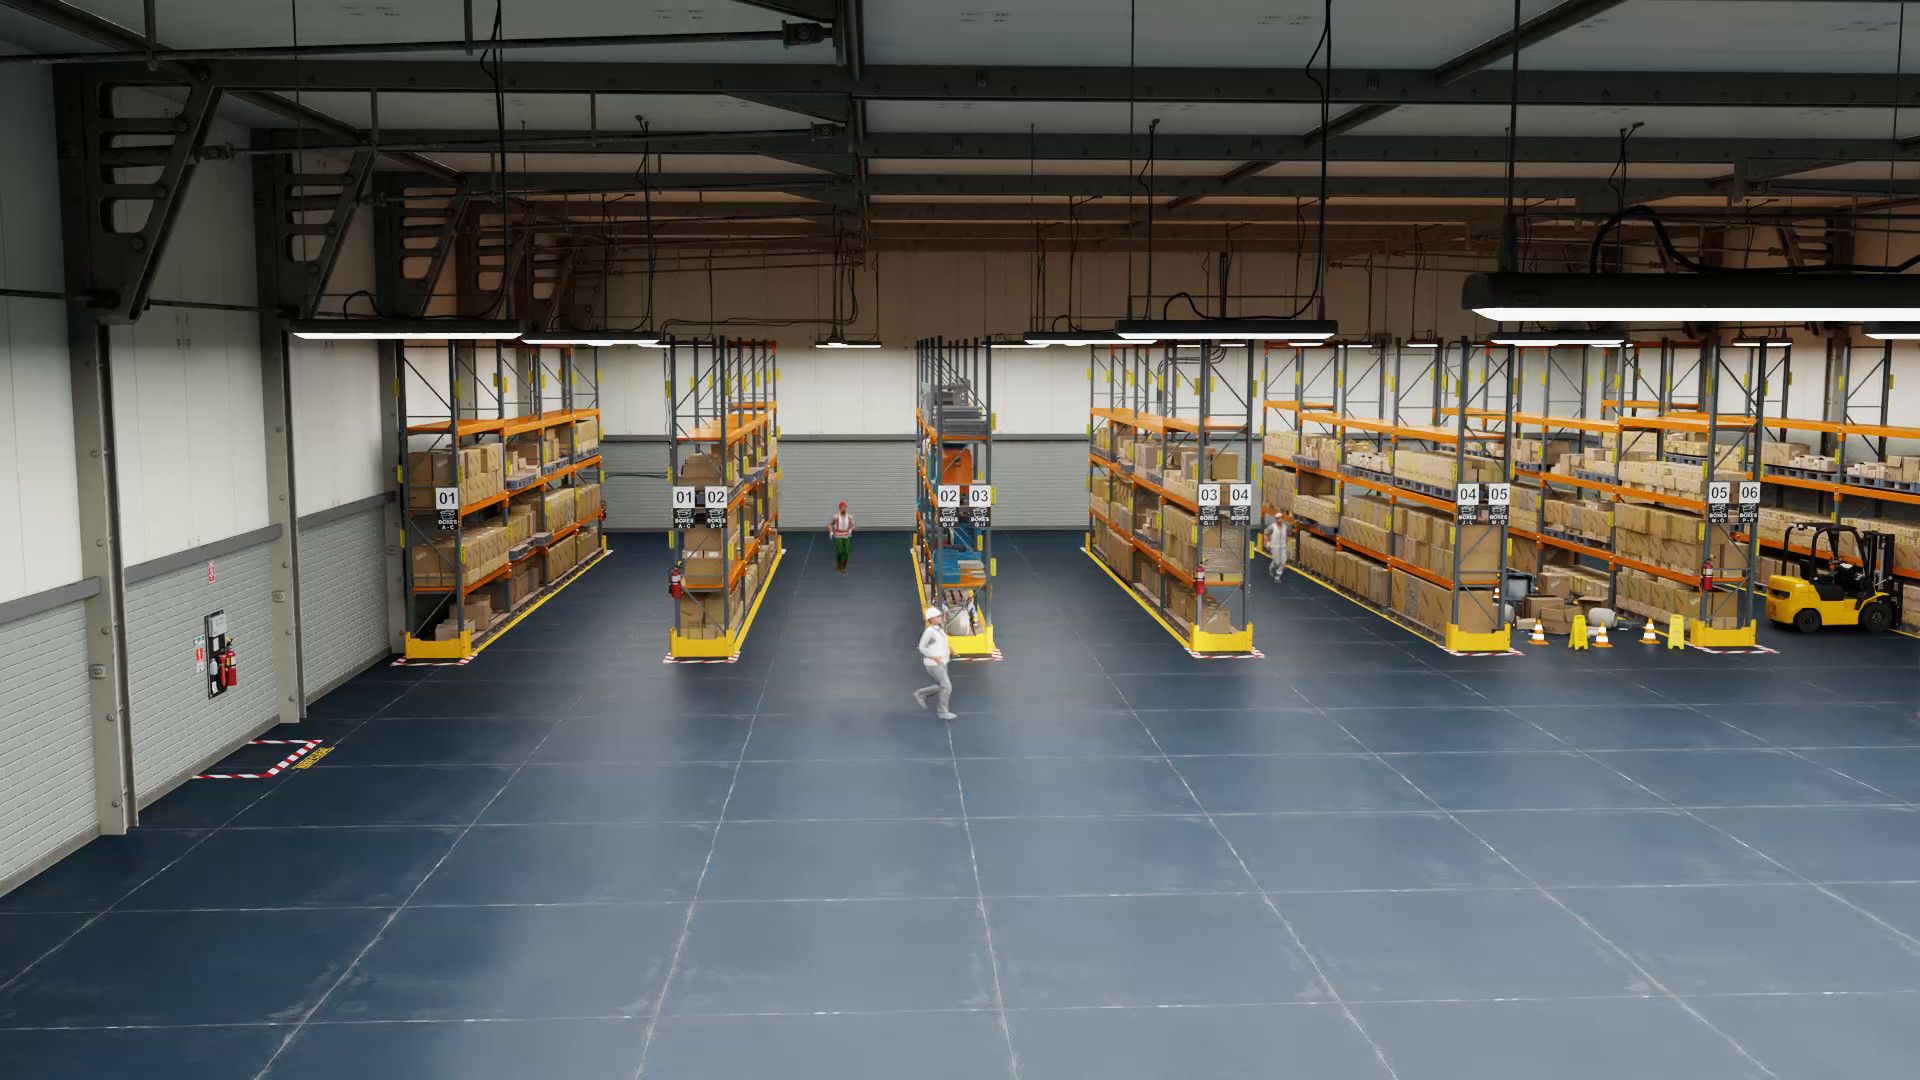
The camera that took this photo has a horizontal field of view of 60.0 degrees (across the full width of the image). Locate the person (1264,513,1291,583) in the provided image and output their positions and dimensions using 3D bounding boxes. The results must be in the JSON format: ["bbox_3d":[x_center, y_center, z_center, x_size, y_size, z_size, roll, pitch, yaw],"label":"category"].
[{"bbox_3d":[7.874,0.202,41.026,0.657,1.735,0.542,-1,7,-10],"label":"person"}]

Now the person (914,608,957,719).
[{"bbox_3d":[-0.400,1.920,25.963,0.753,1.732,0.666,2,7,20],"label":"person"}]

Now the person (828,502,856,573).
[{"bbox_3d":[-2.847,-0.042,40.556,0.651,1.756,0.562,-2,7,-16],"label":"person"}]
